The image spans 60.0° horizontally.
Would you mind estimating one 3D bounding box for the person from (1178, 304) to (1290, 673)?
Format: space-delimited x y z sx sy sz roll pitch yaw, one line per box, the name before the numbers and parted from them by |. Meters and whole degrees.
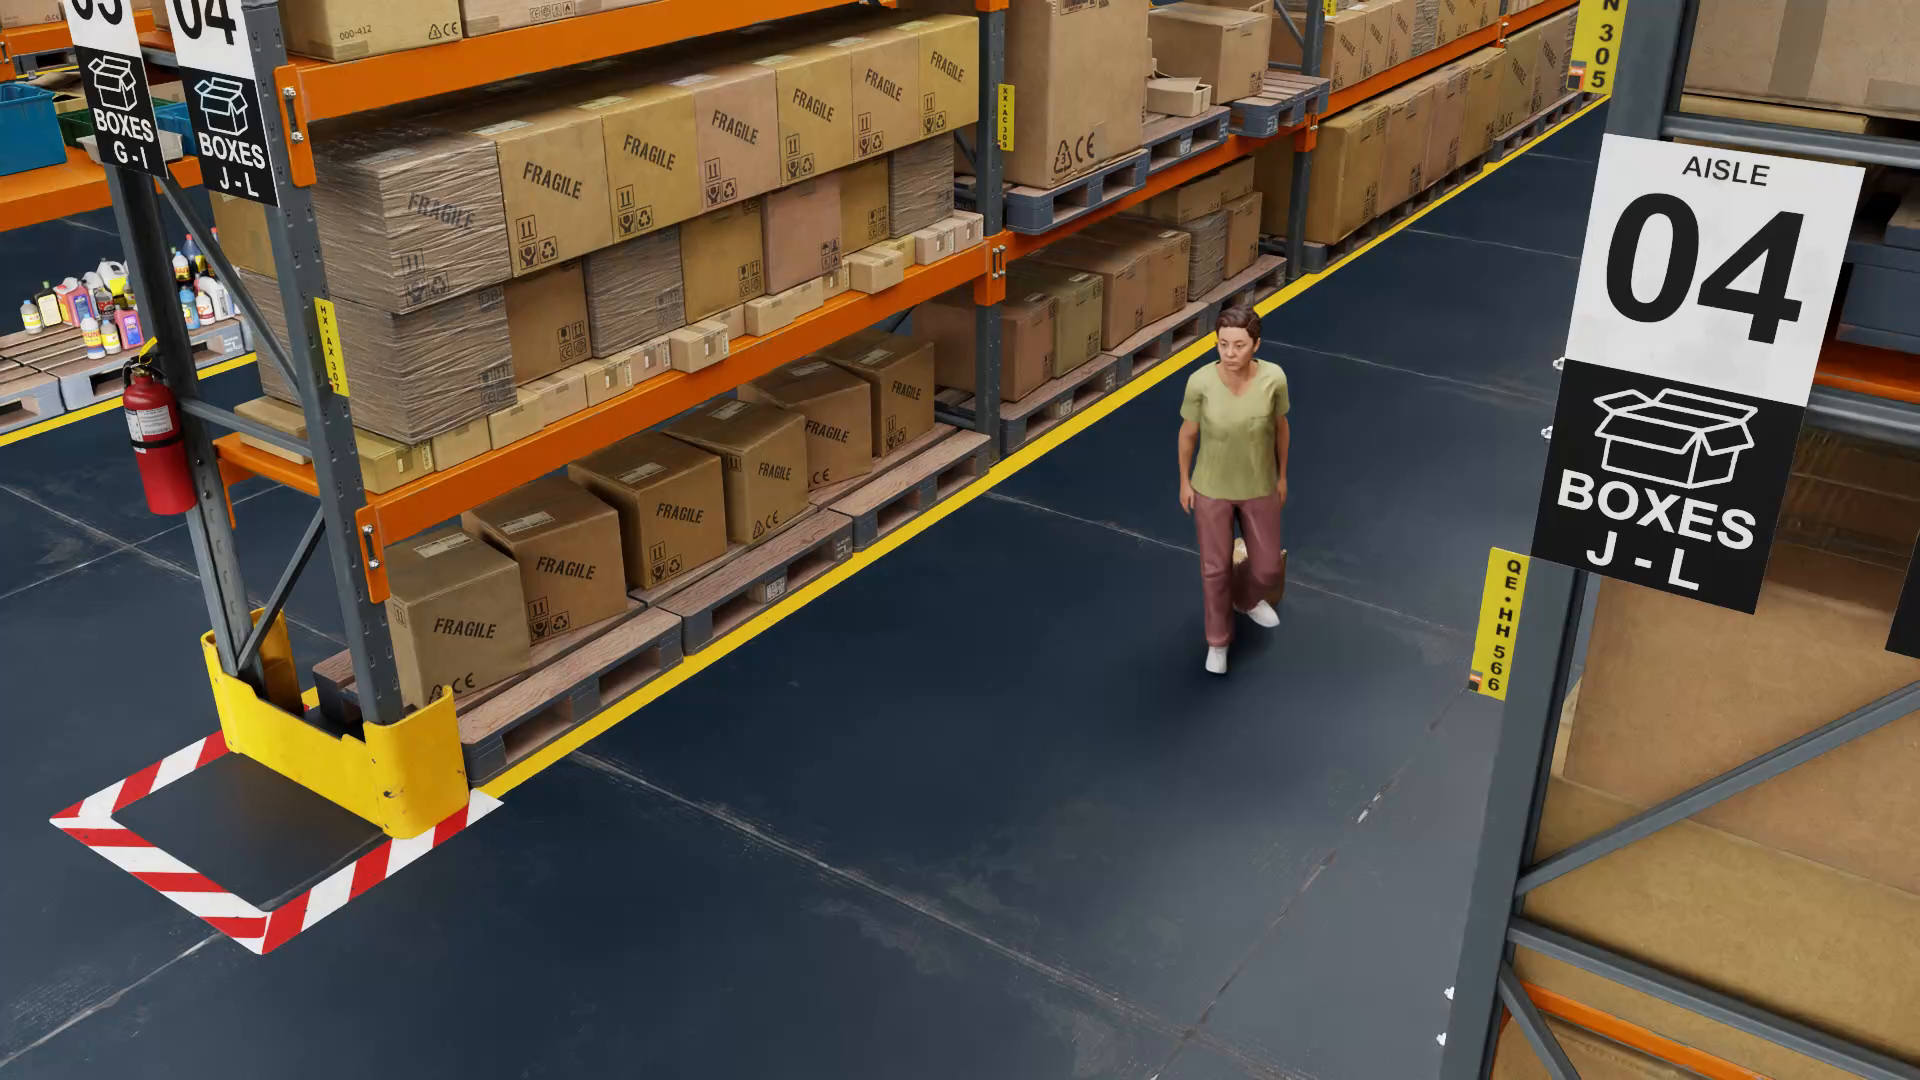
person | 1.175 -0.248 7.107 0.519 1.666 0.512 1 27 2
